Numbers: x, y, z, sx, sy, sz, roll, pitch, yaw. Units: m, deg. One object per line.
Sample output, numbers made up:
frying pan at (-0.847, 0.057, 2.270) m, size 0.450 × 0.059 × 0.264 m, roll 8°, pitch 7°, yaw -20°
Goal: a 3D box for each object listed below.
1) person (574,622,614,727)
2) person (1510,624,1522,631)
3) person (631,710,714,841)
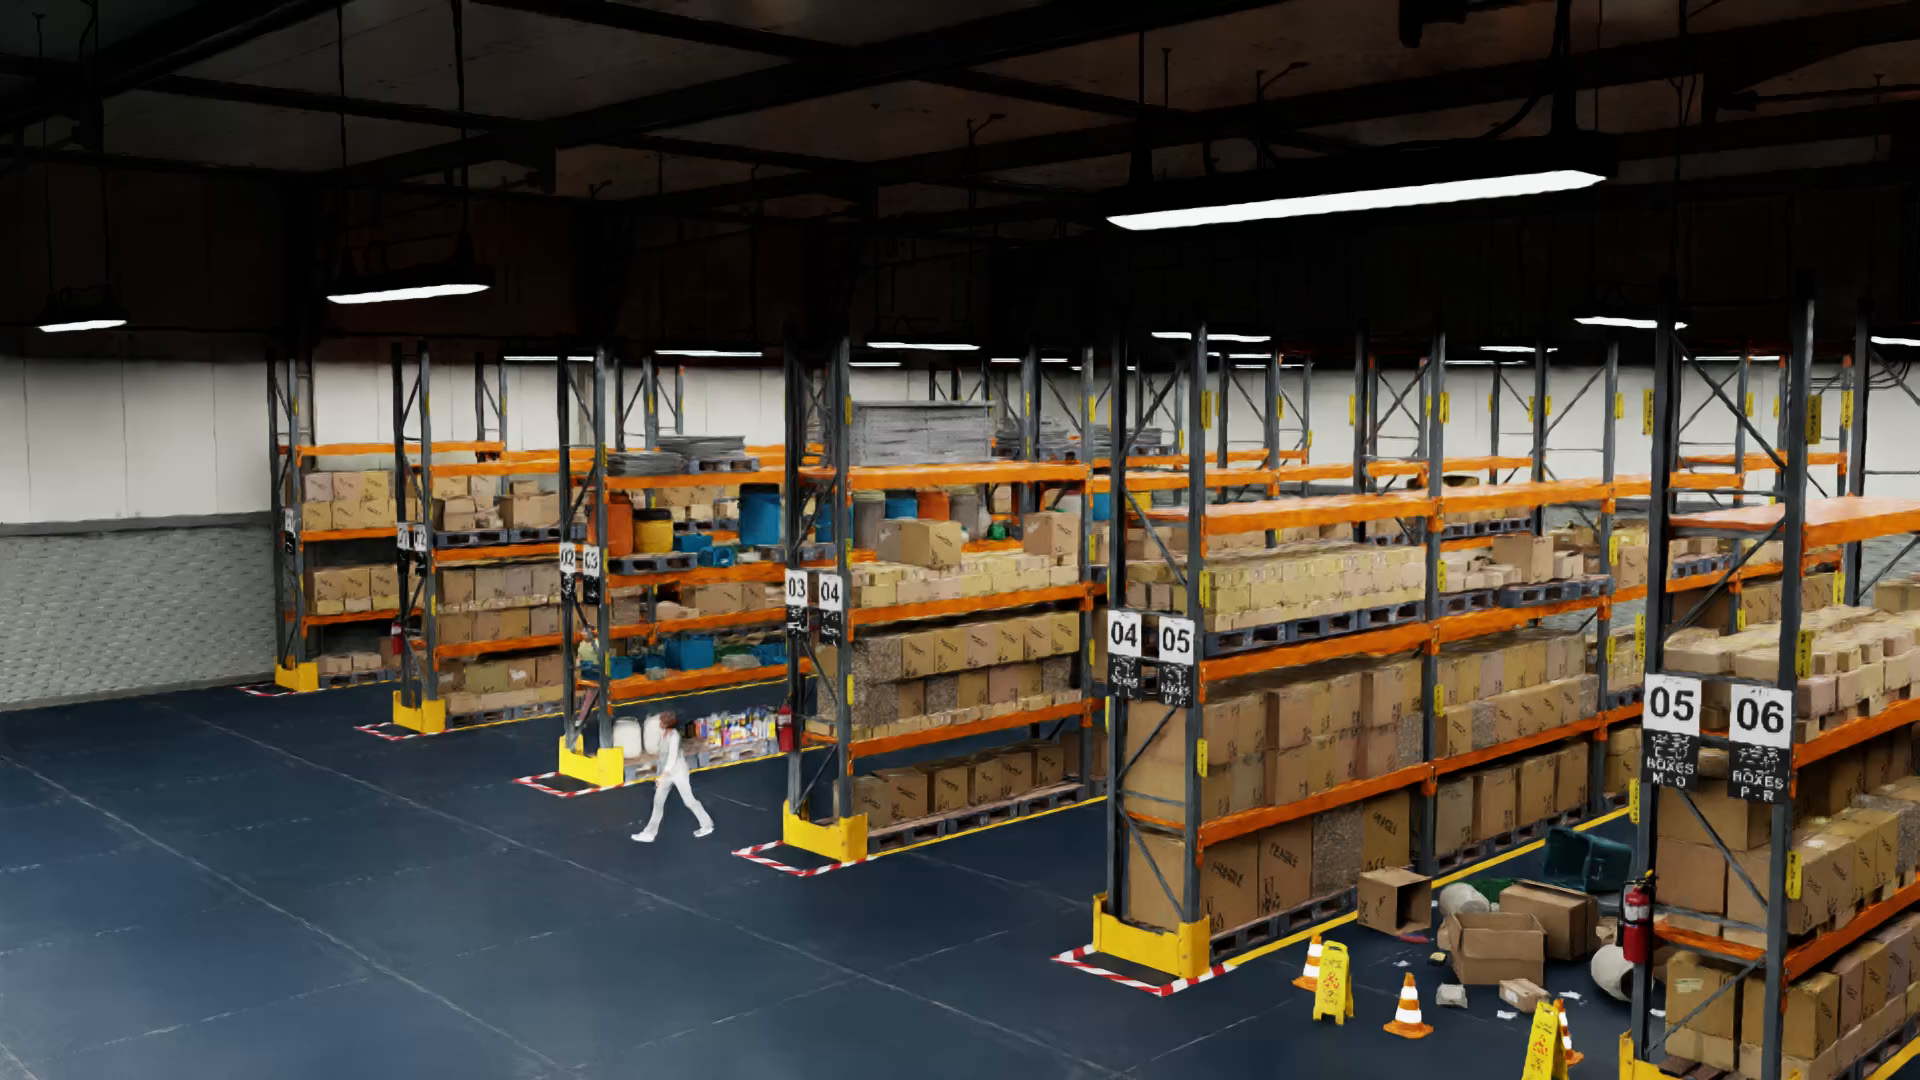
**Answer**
person at (-5.828, 2.086, 26.169) m, size 0.446 × 1.604 × 1.018 m, roll 4°, pitch 6°, yaw 37°
person at (8.689, 2.105, 25.959) m, size 0.444 × 1.589 × 1.096 m, roll 5°, pitch 7°, yaw 44°
person at (-3.322, 2.720, 19.273) m, size 0.961 × 1.533 × 0.408 m, roll -3°, pitch 6°, yaw -35°
